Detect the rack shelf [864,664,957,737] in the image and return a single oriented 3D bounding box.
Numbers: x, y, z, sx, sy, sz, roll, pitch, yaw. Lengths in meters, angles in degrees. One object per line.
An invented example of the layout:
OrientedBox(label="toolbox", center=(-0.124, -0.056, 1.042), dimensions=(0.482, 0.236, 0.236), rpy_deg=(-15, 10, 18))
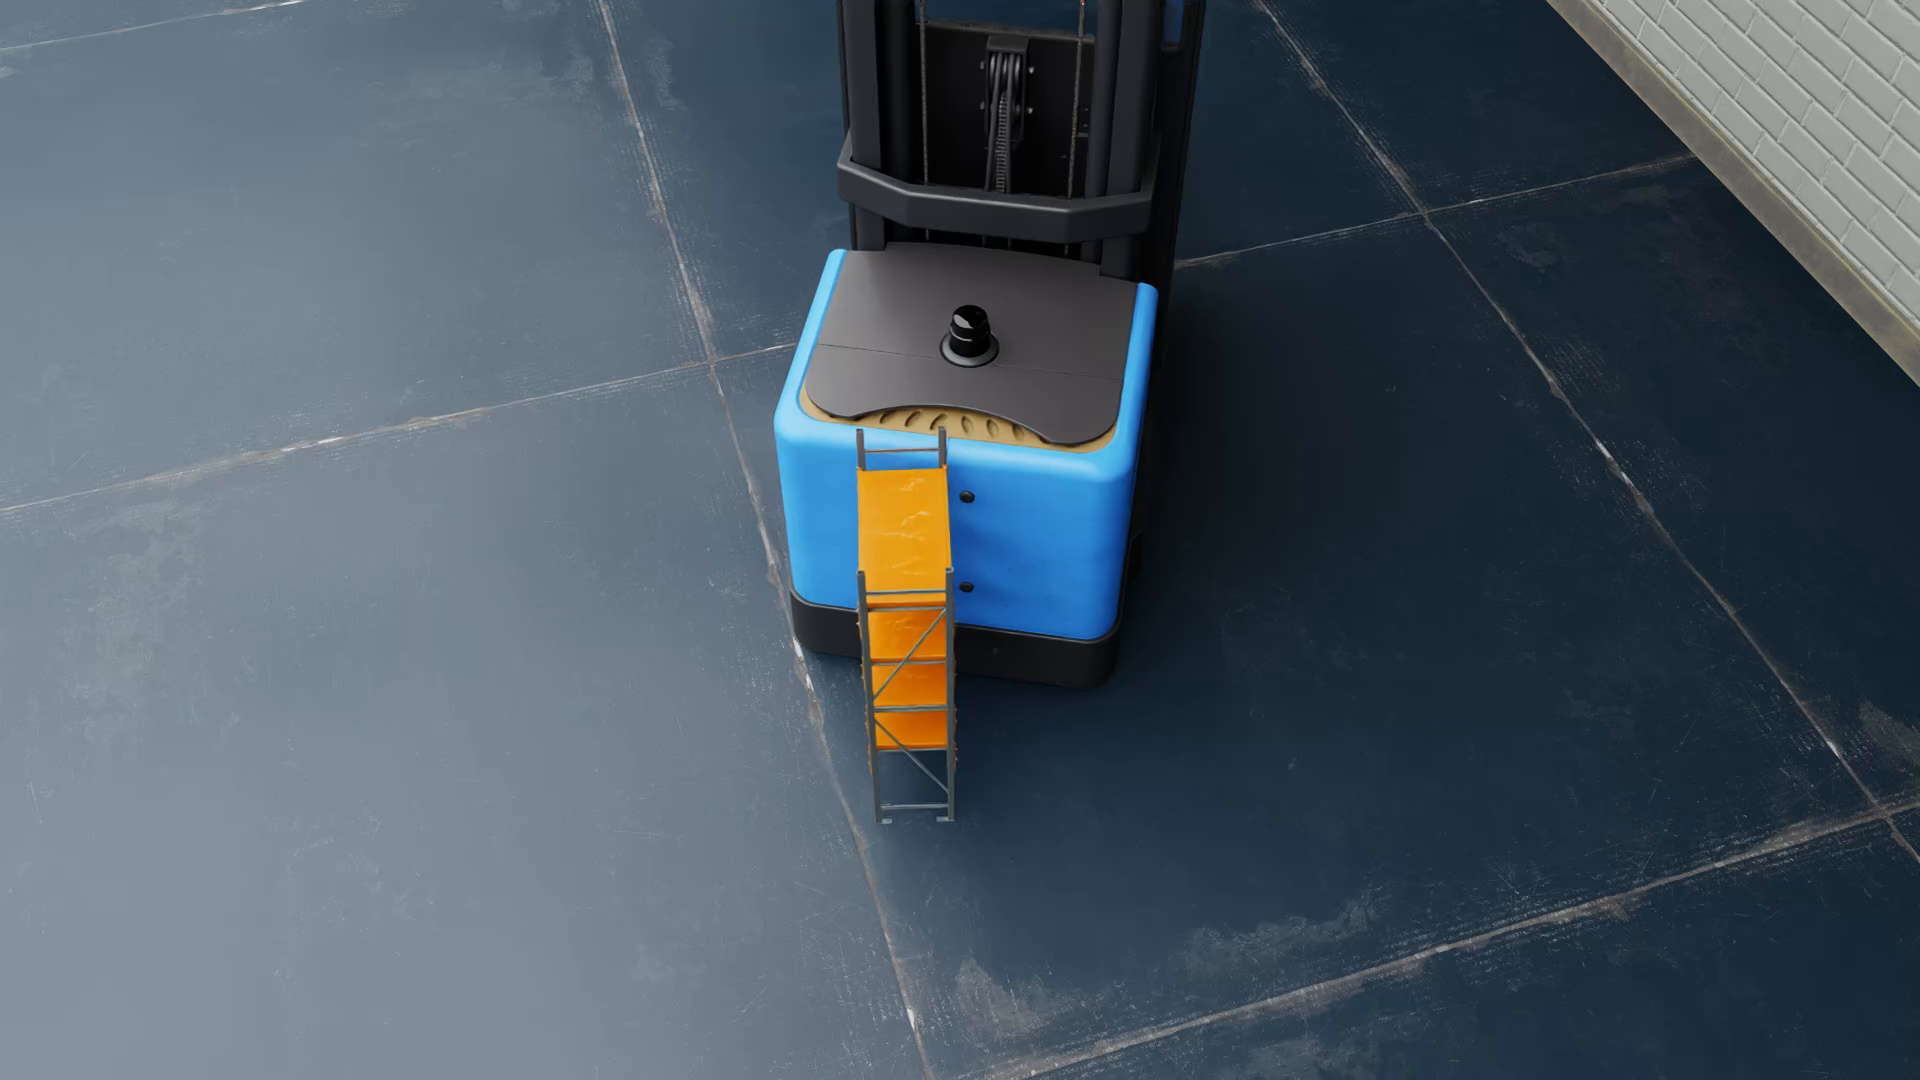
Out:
OrientedBox(label="rack shelf", center=(-0.147, 0.321, 4.783), dimensions=(0.258, 0.148, 0.480), rpy_deg=(-2, 50, -2))

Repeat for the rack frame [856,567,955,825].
OrientedBox(label="rack frame", center=(-0.136, 0.464, 4.574), dimensions=(0.240, 1.200, 0.015), rpy_deg=(-2, 50, -2))

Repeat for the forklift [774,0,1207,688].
OrientedBox(label="forklift", center=(0.217, -1.625, 5.203), dimensions=(1.130, 2.935, 3.031), rpy_deg=(7, 50, 6))

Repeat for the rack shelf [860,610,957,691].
OrientedBox(label="rack shelf", center=(-0.147, 0.177, 4.612), dimensions=(0.258, 0.148, 0.480), rpy_deg=(-2, 50, -2))

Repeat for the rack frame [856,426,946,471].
OrientedBox(label="rack frame", center=(-0.158, 0.091, 4.888), dimensions=(0.240, 1.200, 0.015), rpy_deg=(-2, 50, -2))

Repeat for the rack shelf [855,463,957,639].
OrientedBox(label="rack shelf", center=(-0.147, 0.024, 4.431), dimensions=(0.258, 0.148, 0.480), rpy_deg=(-2, 50, -2))

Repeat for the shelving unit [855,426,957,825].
OrientedBox(label="shelving unit", center=(-0.147, 0.278, 4.731), dimensions=(0.258, 1.200, 0.503), rpy_deg=(-2, 50, -2))

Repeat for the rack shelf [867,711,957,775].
OrientedBox(label="rack shelf", center=(-0.147, 0.449, 4.934), dimensions=(0.258, 0.148, 0.480), rpy_deg=(-2, 50, -2))
